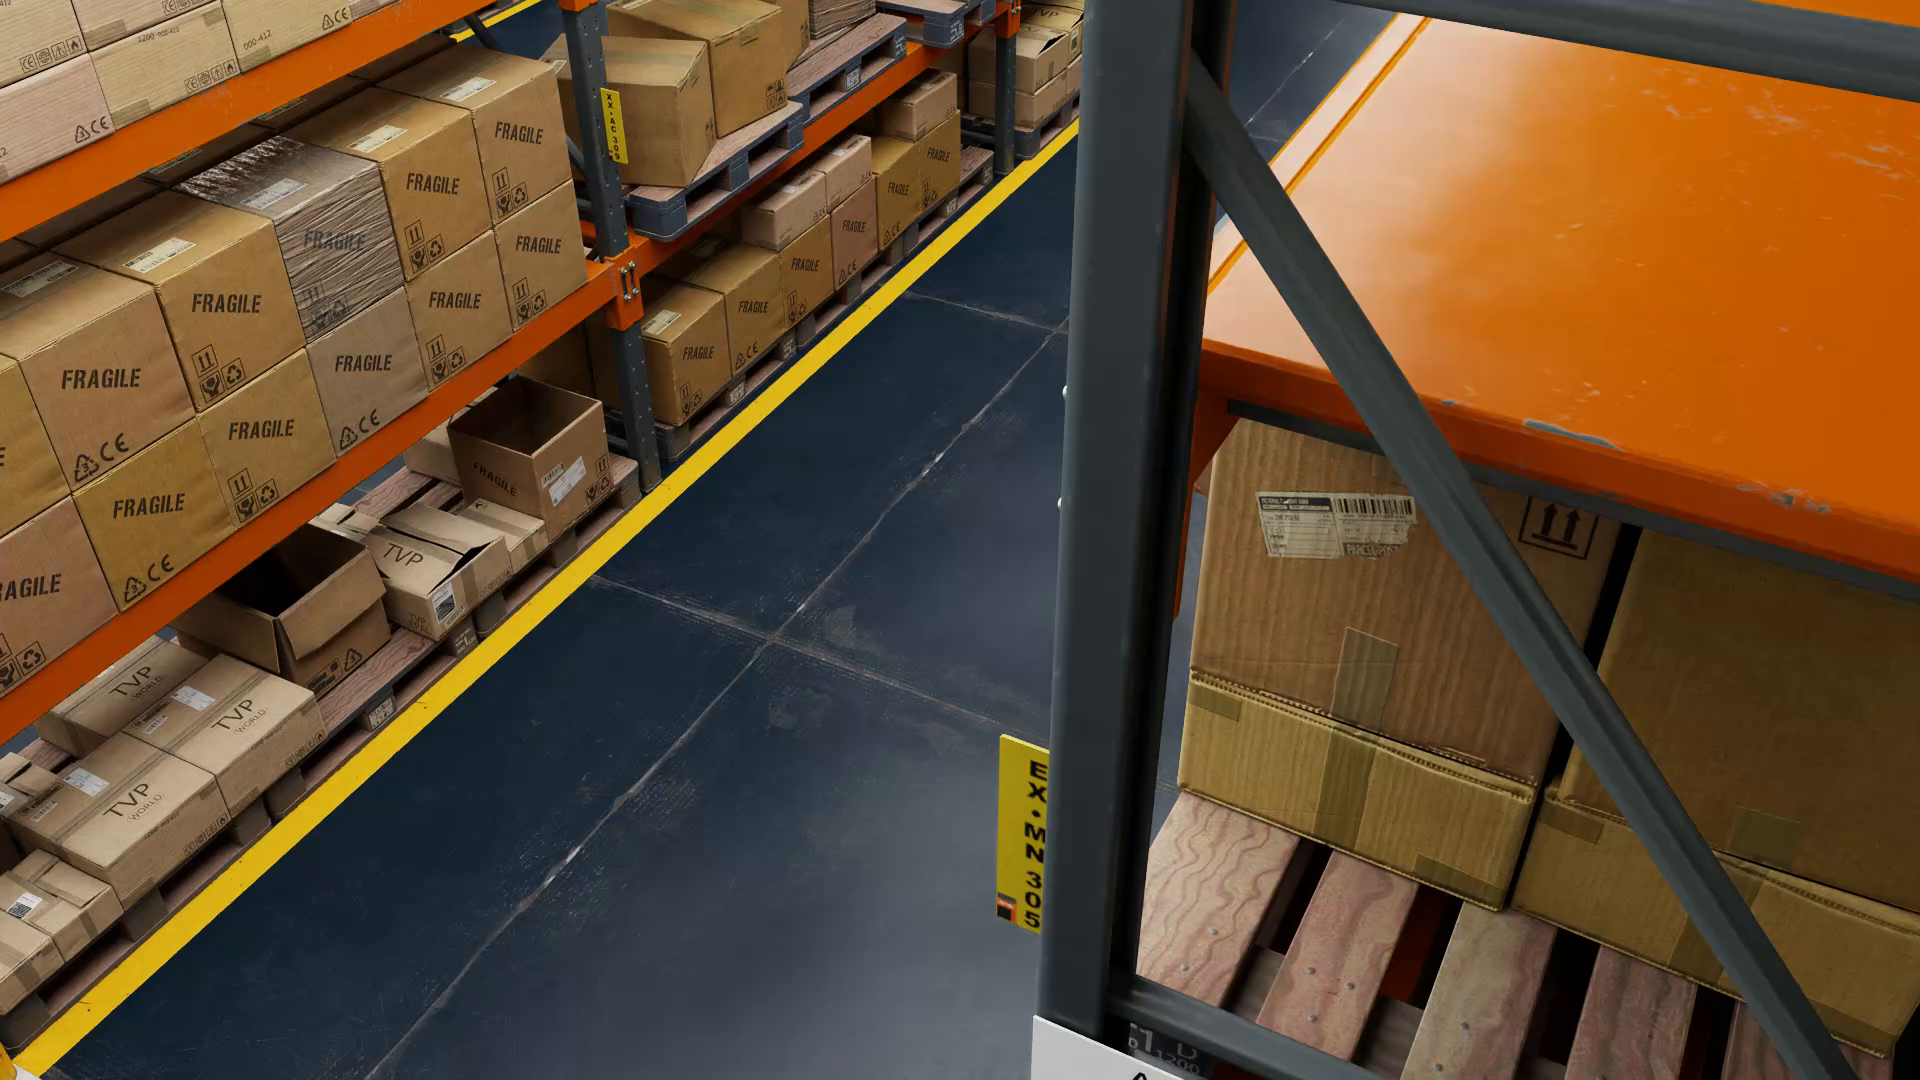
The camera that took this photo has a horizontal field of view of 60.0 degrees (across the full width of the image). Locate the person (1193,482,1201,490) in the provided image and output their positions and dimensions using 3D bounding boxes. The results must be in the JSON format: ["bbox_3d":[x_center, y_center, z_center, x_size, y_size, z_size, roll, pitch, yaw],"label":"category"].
[{"bbox_3d":[0.830,-0.299,7.064,0.509,1.624,0.453,19,42,22],"label":"person"}]
